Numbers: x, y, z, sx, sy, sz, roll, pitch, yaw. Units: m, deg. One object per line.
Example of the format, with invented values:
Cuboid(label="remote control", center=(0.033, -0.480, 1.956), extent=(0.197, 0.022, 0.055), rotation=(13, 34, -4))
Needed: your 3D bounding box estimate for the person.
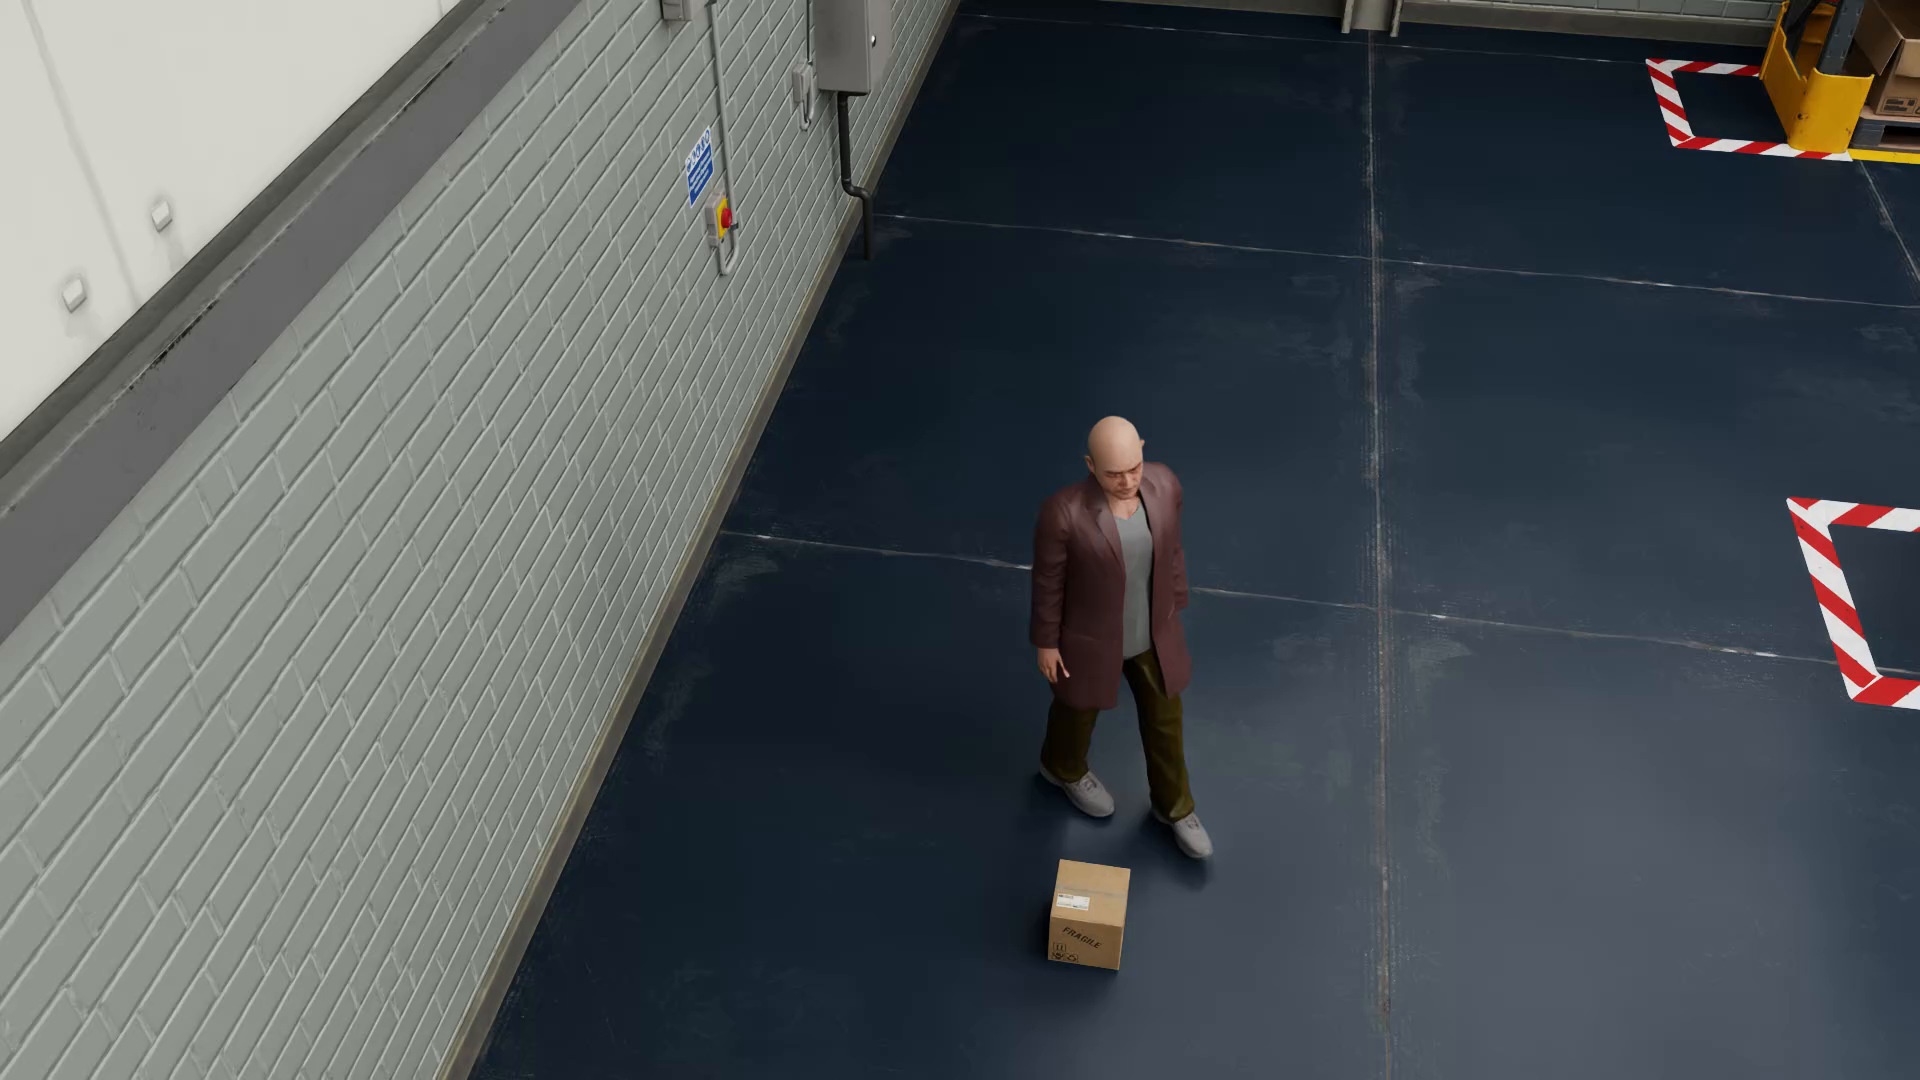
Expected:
Cuboid(label="person", center=(0.584, 0.378, 5.712), extent=(0.601, 1.779, 0.726), rotation=(-15, 42, -17))
